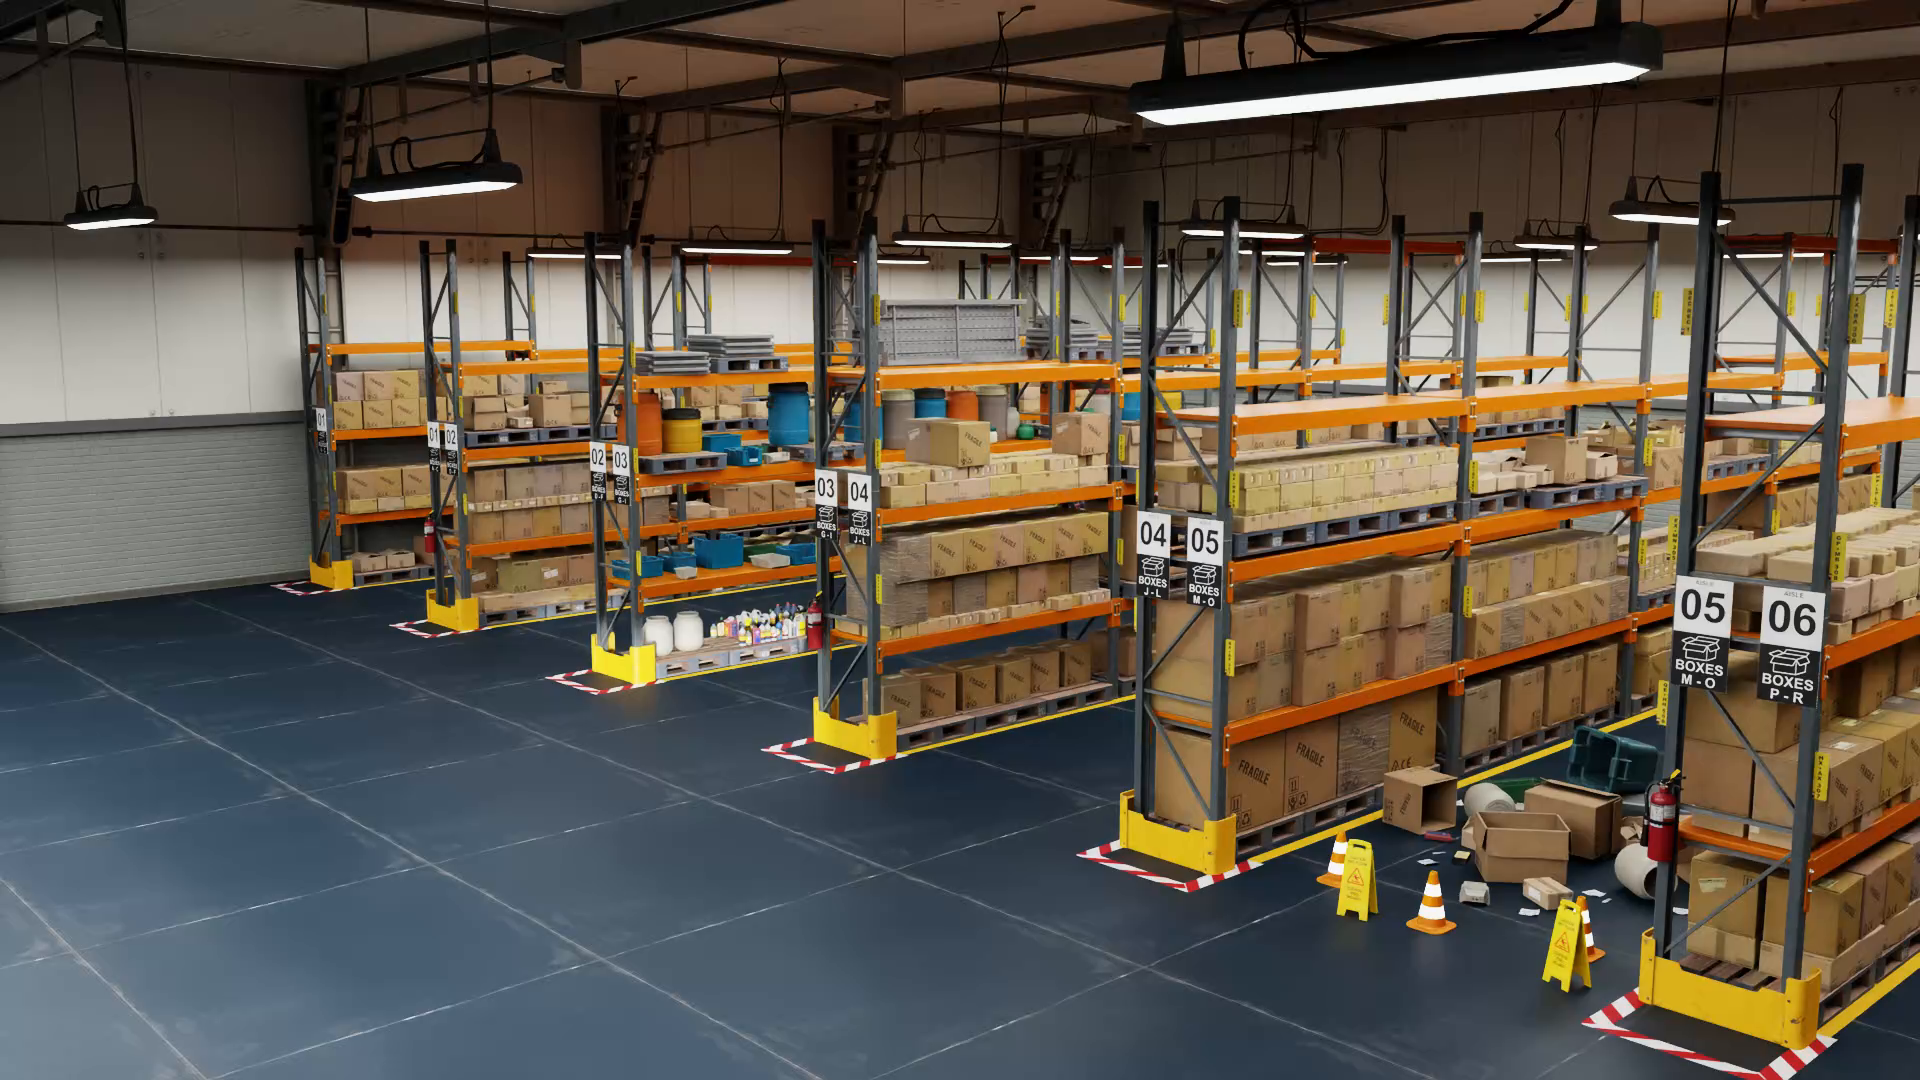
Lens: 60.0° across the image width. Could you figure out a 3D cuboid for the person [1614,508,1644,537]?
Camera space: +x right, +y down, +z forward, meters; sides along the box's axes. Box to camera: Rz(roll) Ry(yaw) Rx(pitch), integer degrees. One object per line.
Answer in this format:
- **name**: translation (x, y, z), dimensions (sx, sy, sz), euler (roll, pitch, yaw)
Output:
- **person**: translation (11.860, 0.068, 29.551), dimensions (0.496, 1.559, 0.677), euler (1, 8, 3)
